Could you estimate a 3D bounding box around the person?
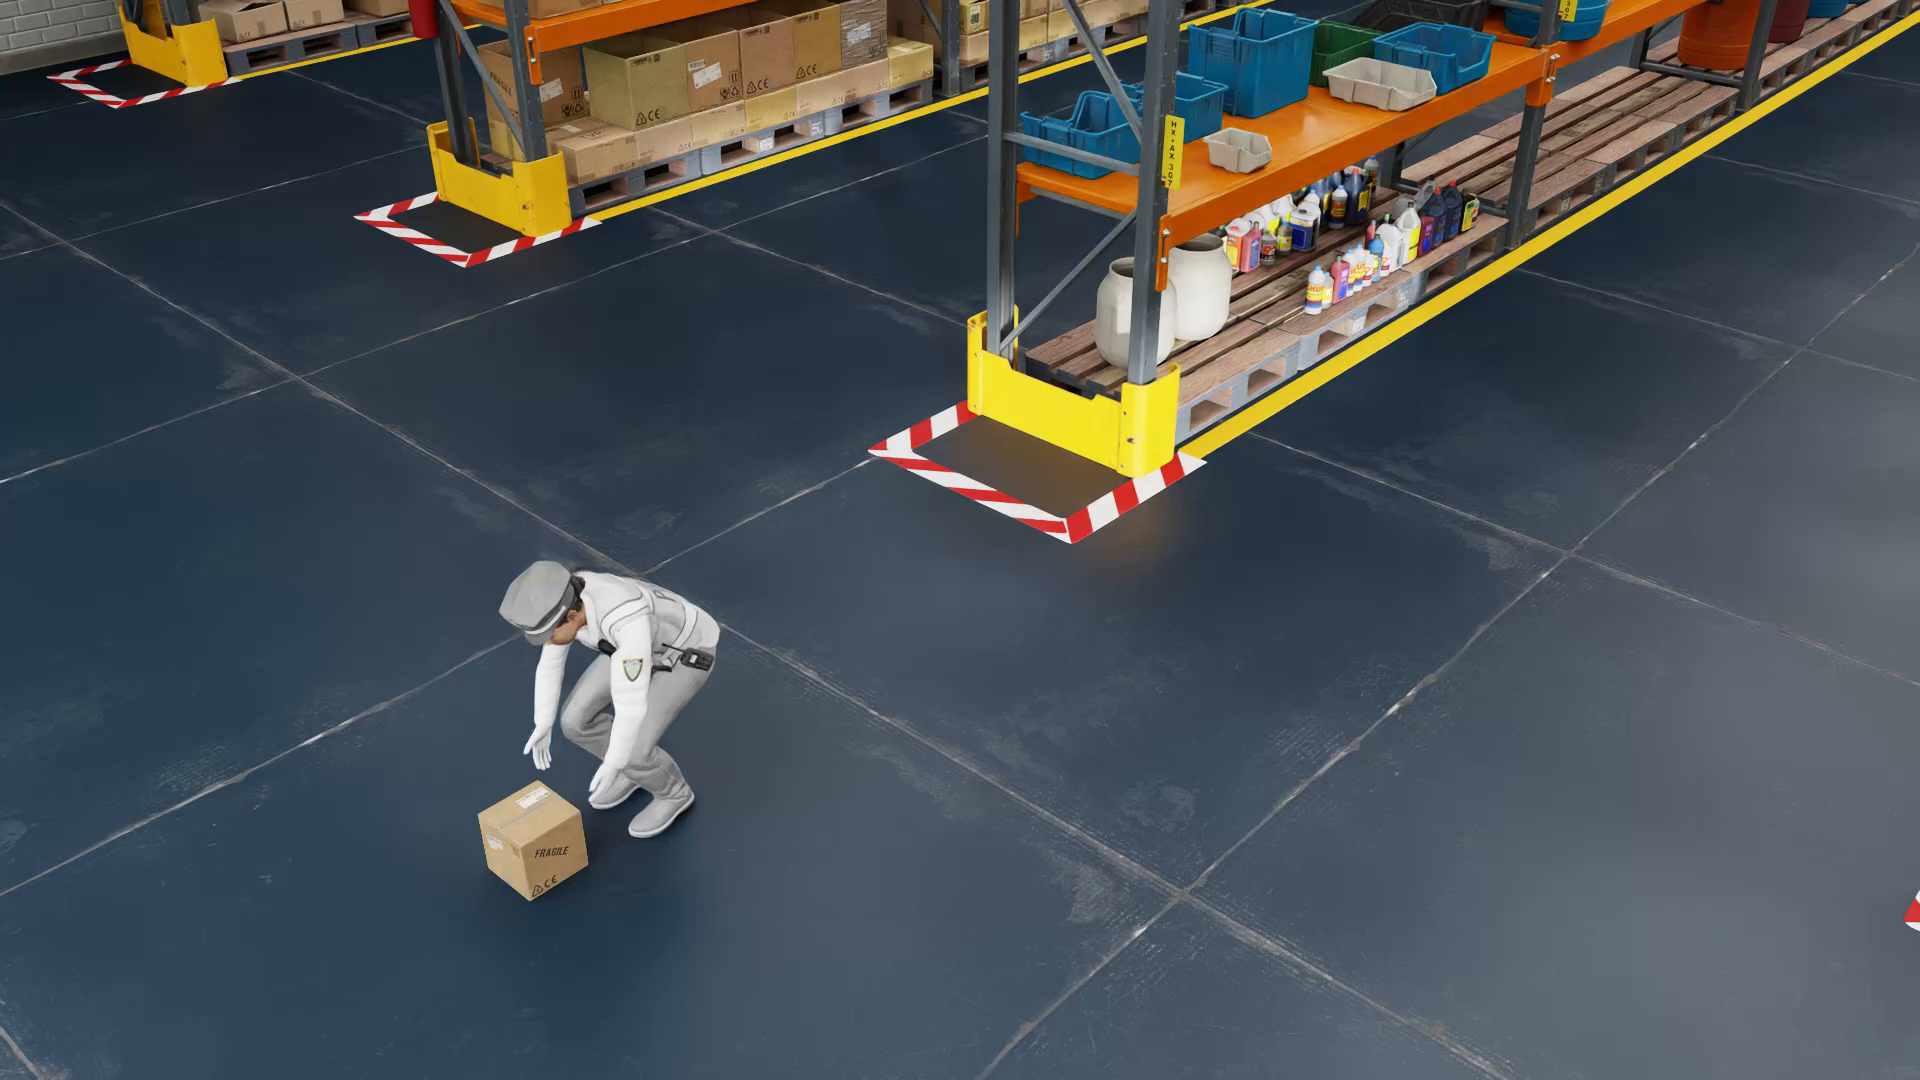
[{"bbox_3d":[-1.175,0.505,5.778,0.522,1.180,0.796,25,40,35],"label":"person"}]
